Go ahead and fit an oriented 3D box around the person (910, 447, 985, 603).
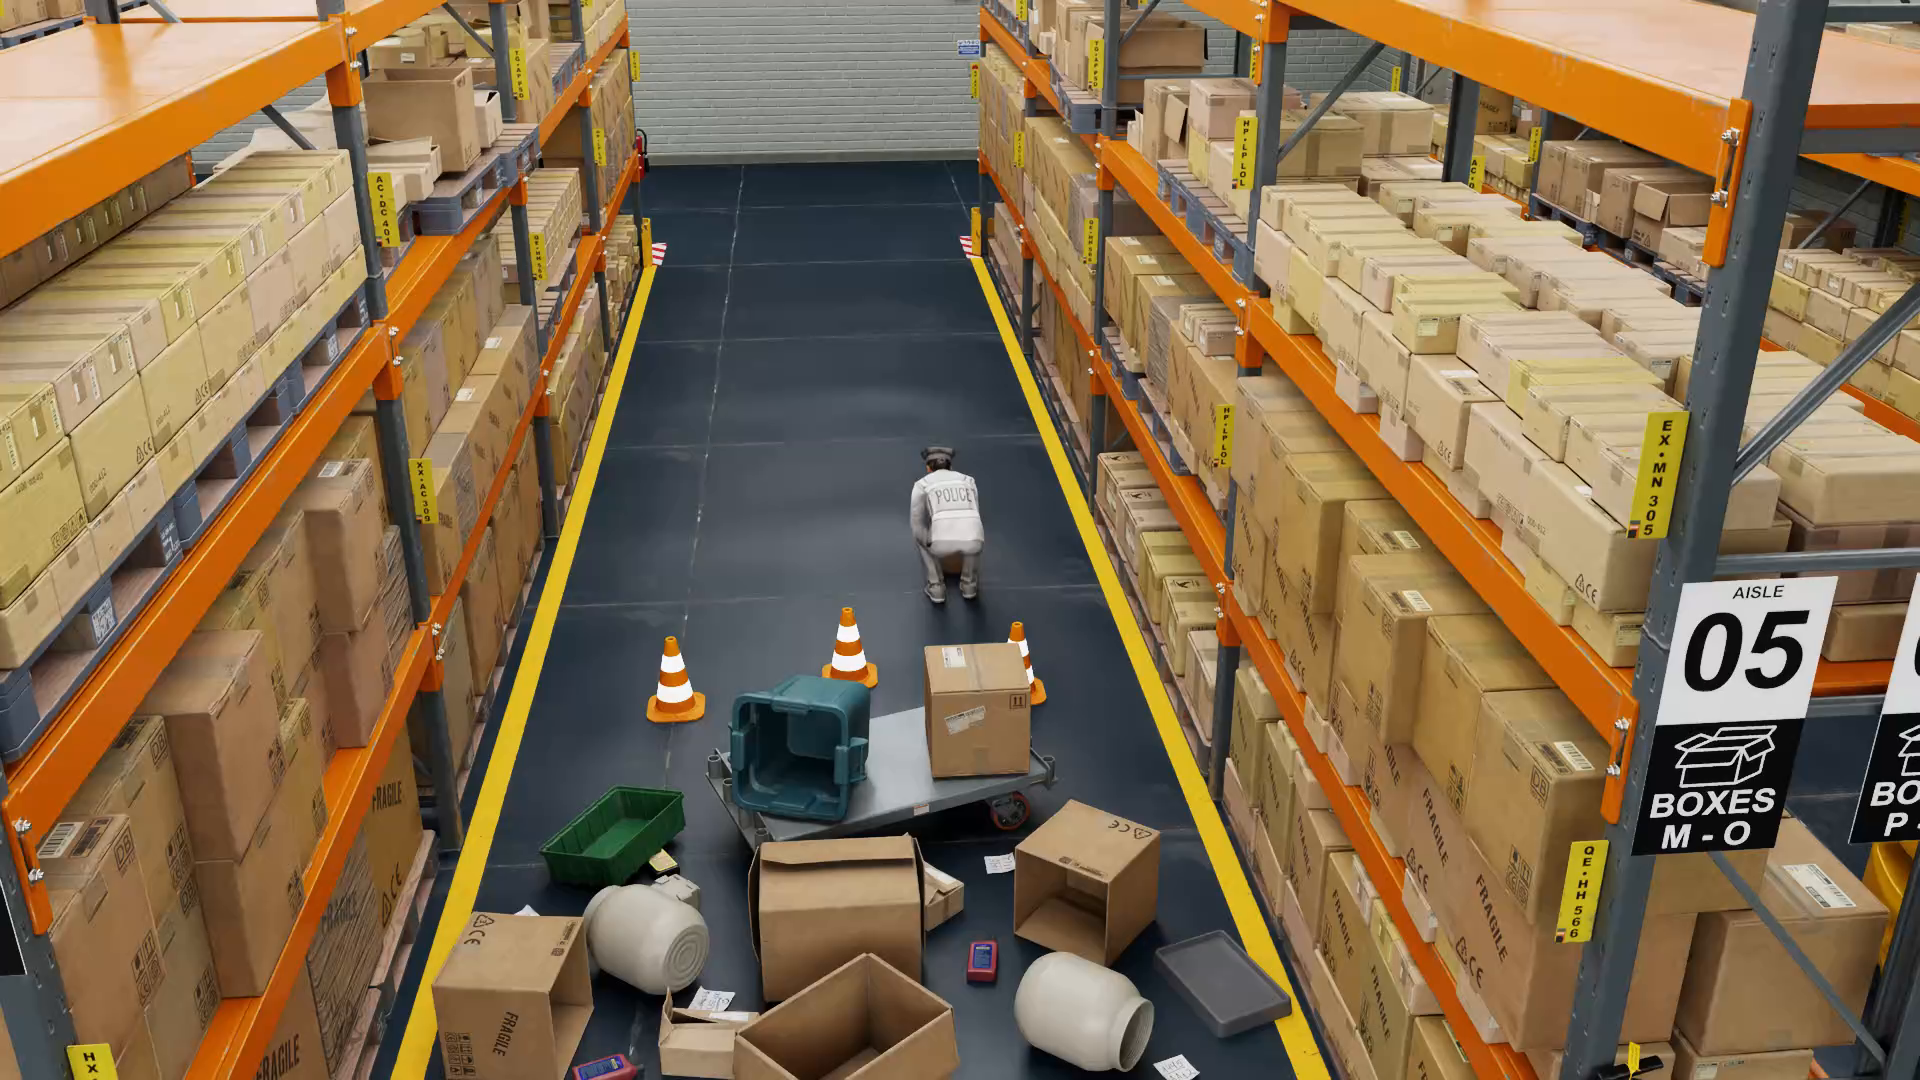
[{"bbox_3d":[-0.088,-0.102,11.227,0.483,0.946,0.851,-2,24,-5],"label":"person"}]
